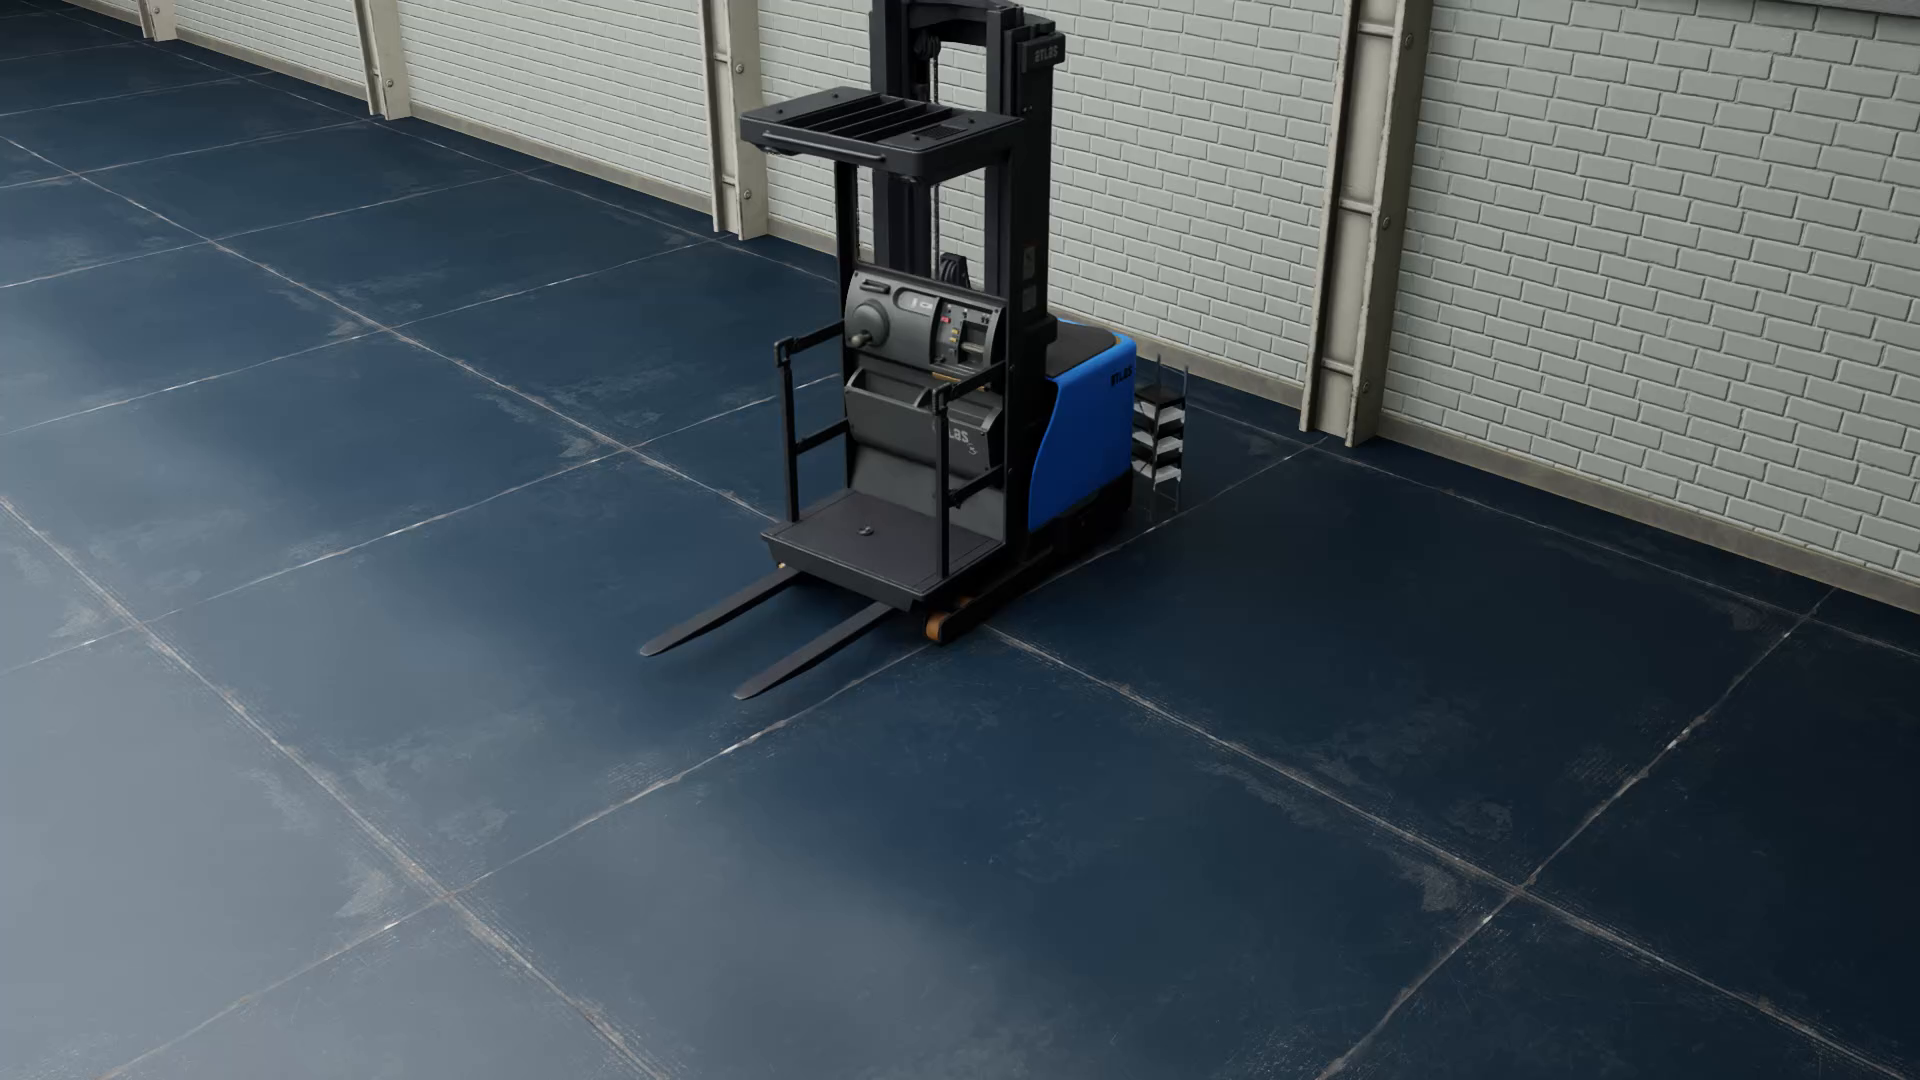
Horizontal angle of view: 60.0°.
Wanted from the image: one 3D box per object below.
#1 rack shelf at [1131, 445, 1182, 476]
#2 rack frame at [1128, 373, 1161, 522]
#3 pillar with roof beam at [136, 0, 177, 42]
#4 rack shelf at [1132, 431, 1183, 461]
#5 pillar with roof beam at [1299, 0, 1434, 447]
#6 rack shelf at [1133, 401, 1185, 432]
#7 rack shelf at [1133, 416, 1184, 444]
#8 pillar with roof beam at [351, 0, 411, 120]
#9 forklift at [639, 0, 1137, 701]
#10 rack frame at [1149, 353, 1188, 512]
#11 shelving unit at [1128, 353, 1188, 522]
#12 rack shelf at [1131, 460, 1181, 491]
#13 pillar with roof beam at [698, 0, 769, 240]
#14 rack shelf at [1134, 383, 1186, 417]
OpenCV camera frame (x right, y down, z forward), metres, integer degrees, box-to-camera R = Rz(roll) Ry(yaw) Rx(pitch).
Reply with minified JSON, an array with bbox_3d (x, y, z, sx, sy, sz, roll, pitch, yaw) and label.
[{"bbox_3d":[1.098,-0.465,9.433,0.200,0.077,0.258,-19,33,-32],"label":"rack shelf"},{"bbox_3d":[1.017,-0.546,9.322,0.006,0.900,0.240,-19,33,-32],"label":"rack frame"},{"bbox_3d":[-13.448,-9.118,16.922,0.400,9.000,9.100,25,36,38],"label":"pillar with roof beam"},{"bbox_3d":[1.098,-0.545,9.391,0.200,0.077,0.258,-19,33,-32],"label":"rack shelf"},{"bbox_3d":[-0.613,-3.245,5.752,0.400,9.000,9.100,25,36,38],"label":"pillar with roof beam"},{"bbox_3d":[1.098,-0.704,9.307,0.200,0.077,0.258,-19,33,-32],"label":"rack shelf"},{"bbox_3d":[1.098,-0.625,9.349,0.200,0.077,0.258,-19,33,-32],"label":"rack shelf"},{"bbox_3d":[-9.170,-7.160,13.198,0.400,9.000,9.100,25,36,38],"label":"pillar with roof beam"},{"bbox_3d":[-0.317,-1.040,8.079,1.130,2.935,3.031,20,34,33],"label":"forklift"},{"bbox_3d":[1.180,-0.603,9.430,0.006,0.900,0.240,-19,33,-32],"label":"rack frame"},{"bbox_3d":[1.098,-0.575,9.376,0.210,0.900,0.258,-19,33,-32],"label":"shelving unit"},{"bbox_3d":[1.098,-0.386,9.475,0.200,0.077,0.258,-19,33,-32],"label":"rack shelf"},{"bbox_3d":[-4.891,-5.203,9.475,0.400,9.000,9.100,25,36,38],"label":"pillar with roof beam"},{"bbox_3d":[1.098,-0.784,9.266,0.200,0.077,0.258,-19,33,-32],"label":"rack shelf"}]
